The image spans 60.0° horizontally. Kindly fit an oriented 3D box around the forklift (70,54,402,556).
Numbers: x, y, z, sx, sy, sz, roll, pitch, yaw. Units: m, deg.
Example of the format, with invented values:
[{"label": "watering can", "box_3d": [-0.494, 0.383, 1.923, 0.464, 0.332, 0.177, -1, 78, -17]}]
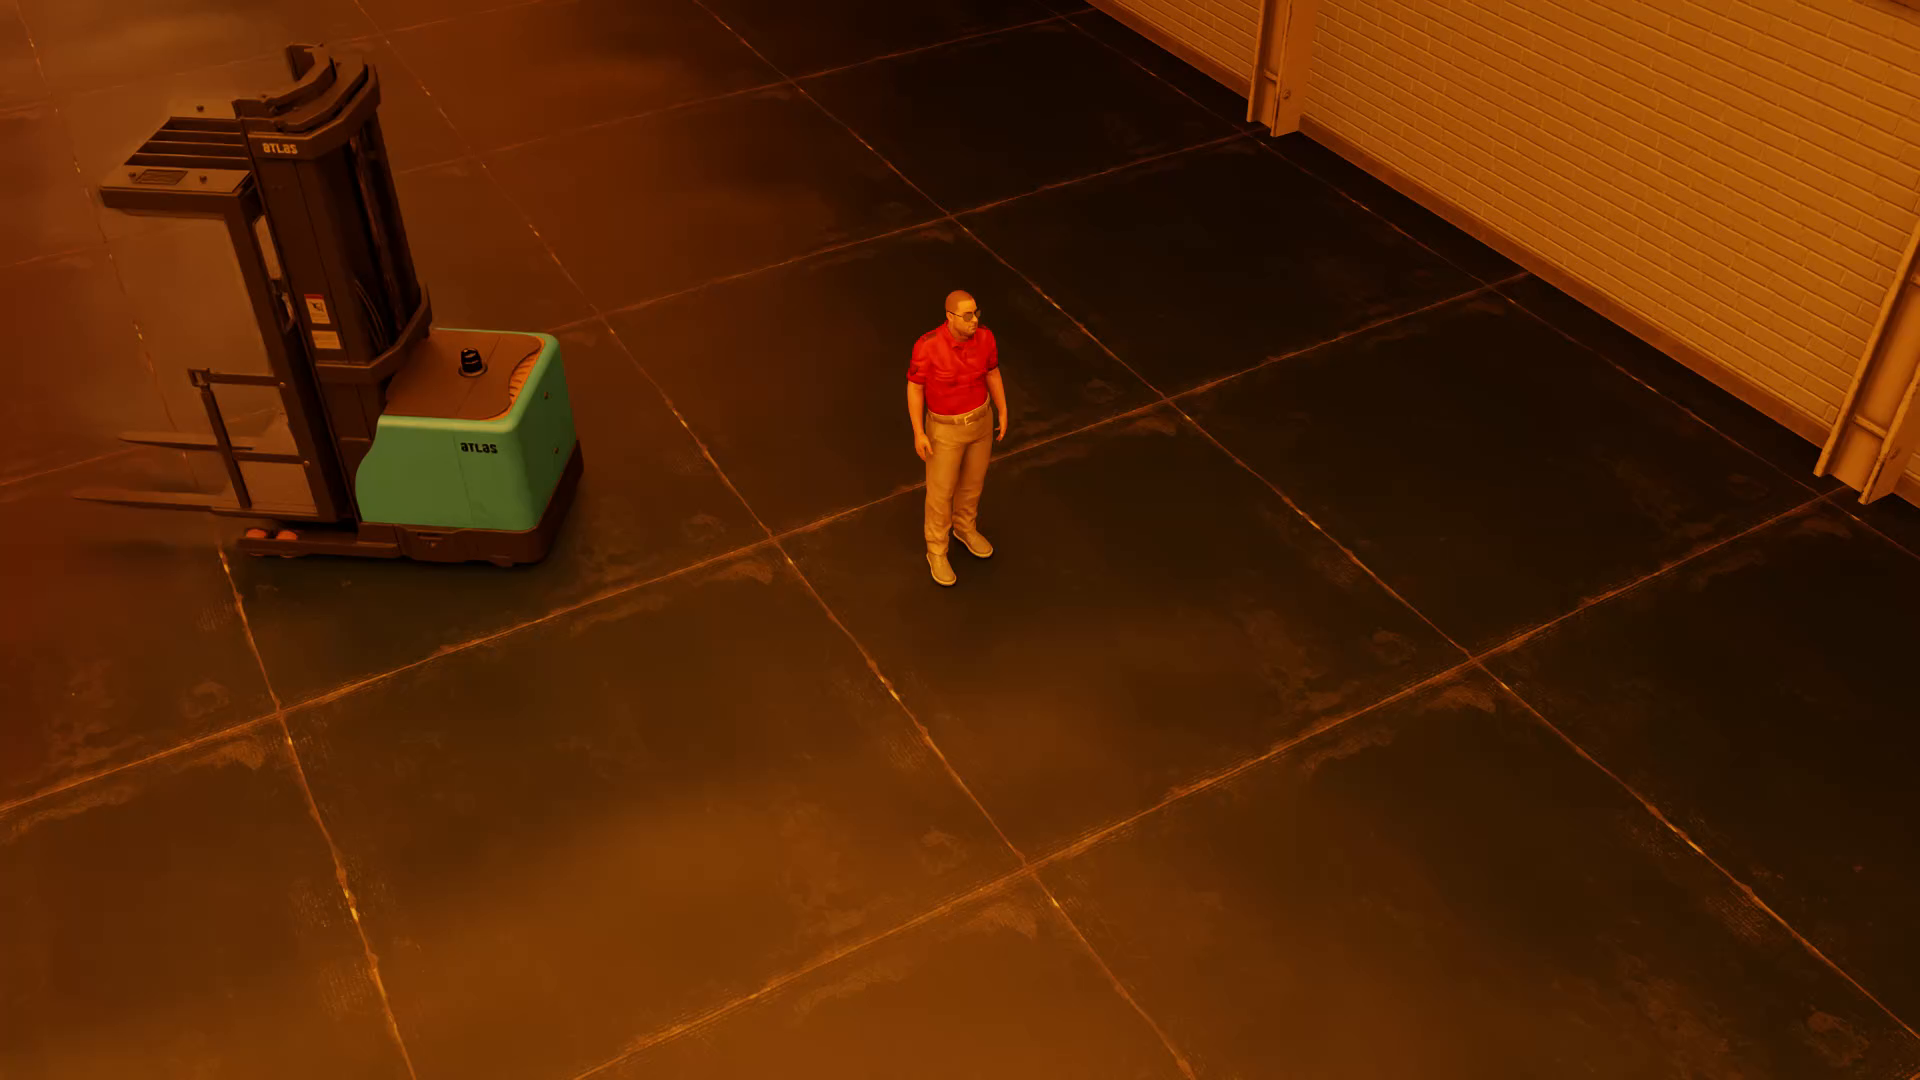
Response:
[{"label": "forklift", "box_3d": [-4.058, -1.326, 9.685, 2.884, 2.867, 1.101, 3, 40, 4]}]
